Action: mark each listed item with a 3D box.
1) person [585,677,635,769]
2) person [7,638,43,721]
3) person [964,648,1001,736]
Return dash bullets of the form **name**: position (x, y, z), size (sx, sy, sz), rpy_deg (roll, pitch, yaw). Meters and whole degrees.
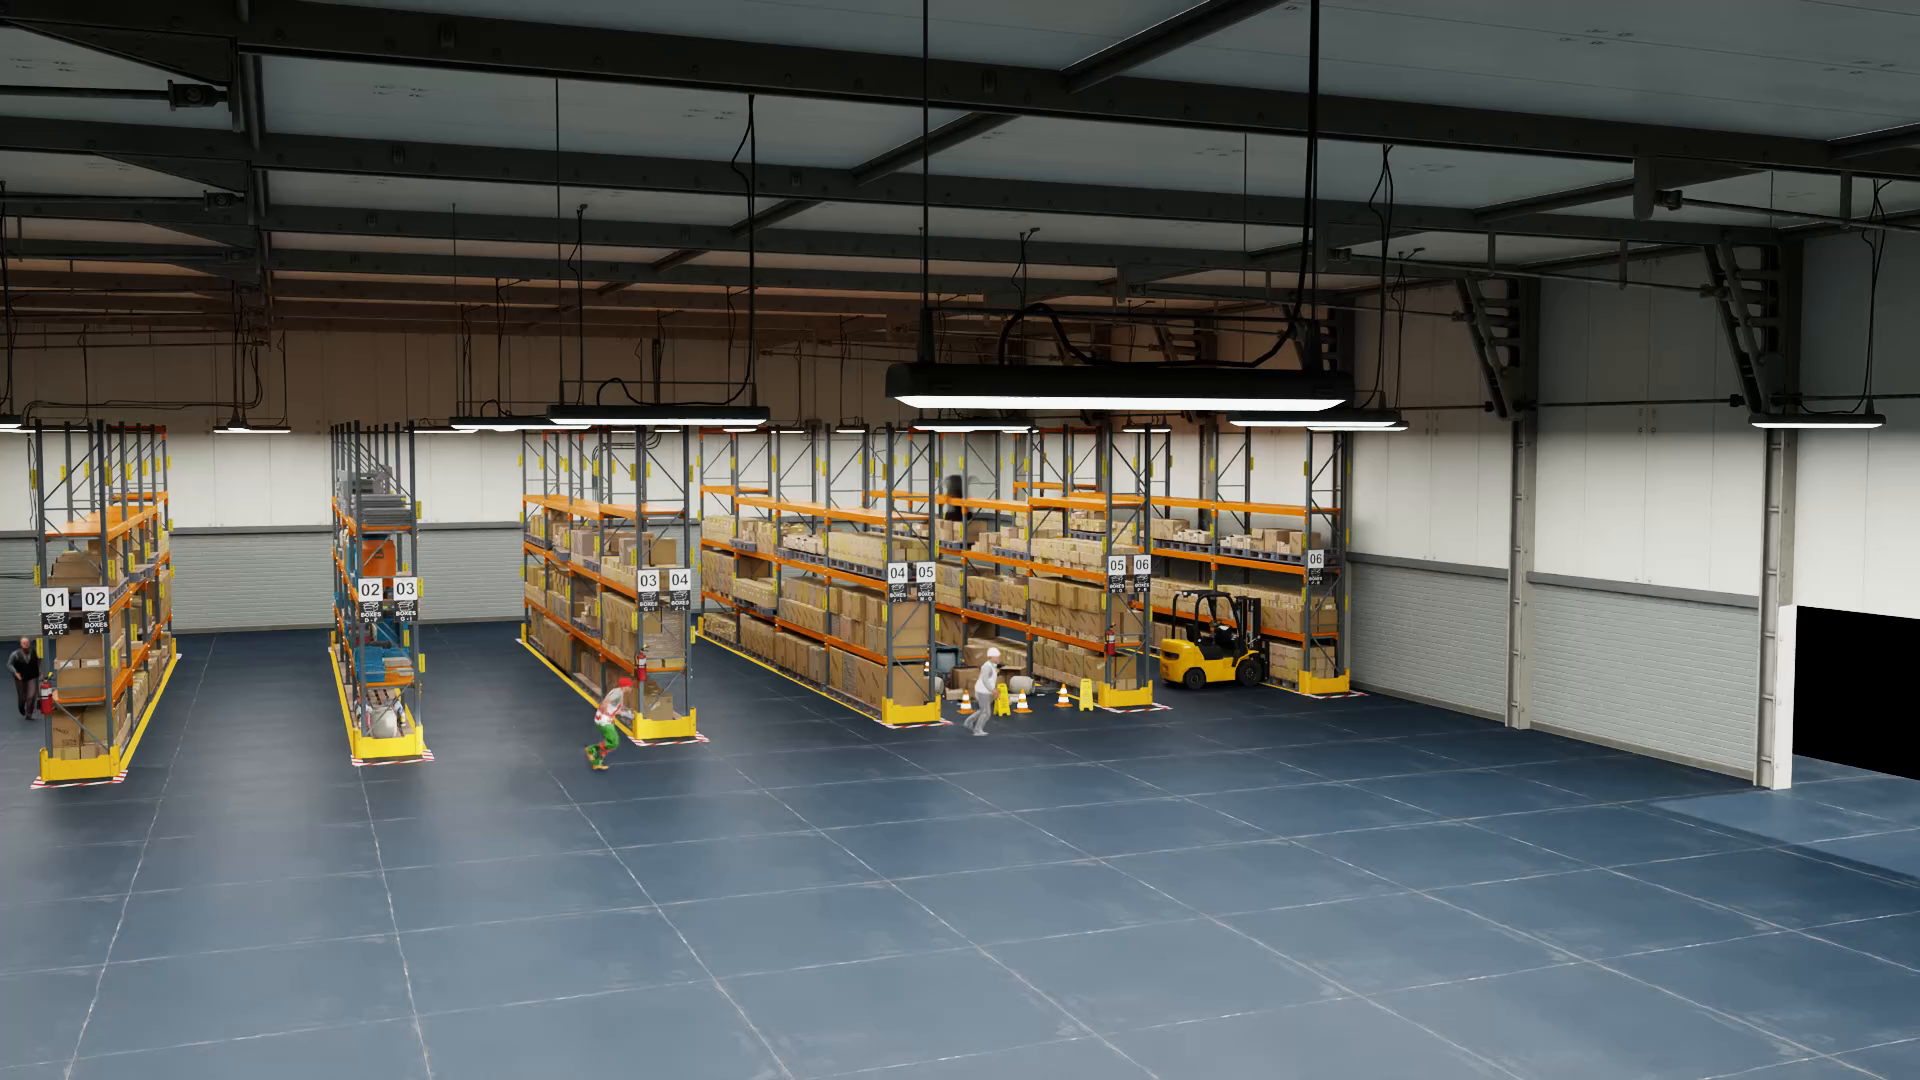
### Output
- **person**: position (-6.001, 3.154, 28.496), size (0.862, 1.589, 0.696), rpy_deg (0, 4, -7)
- **person**: position (-18.871, 2.798, 33.573), size (0.660, 1.672, 0.735), rpy_deg (-3, 4, -35)
- **person**: position (0.428, 2.890, 31.711), size (0.766, 1.704, 0.630), rpy_deg (0, 4, 8)
